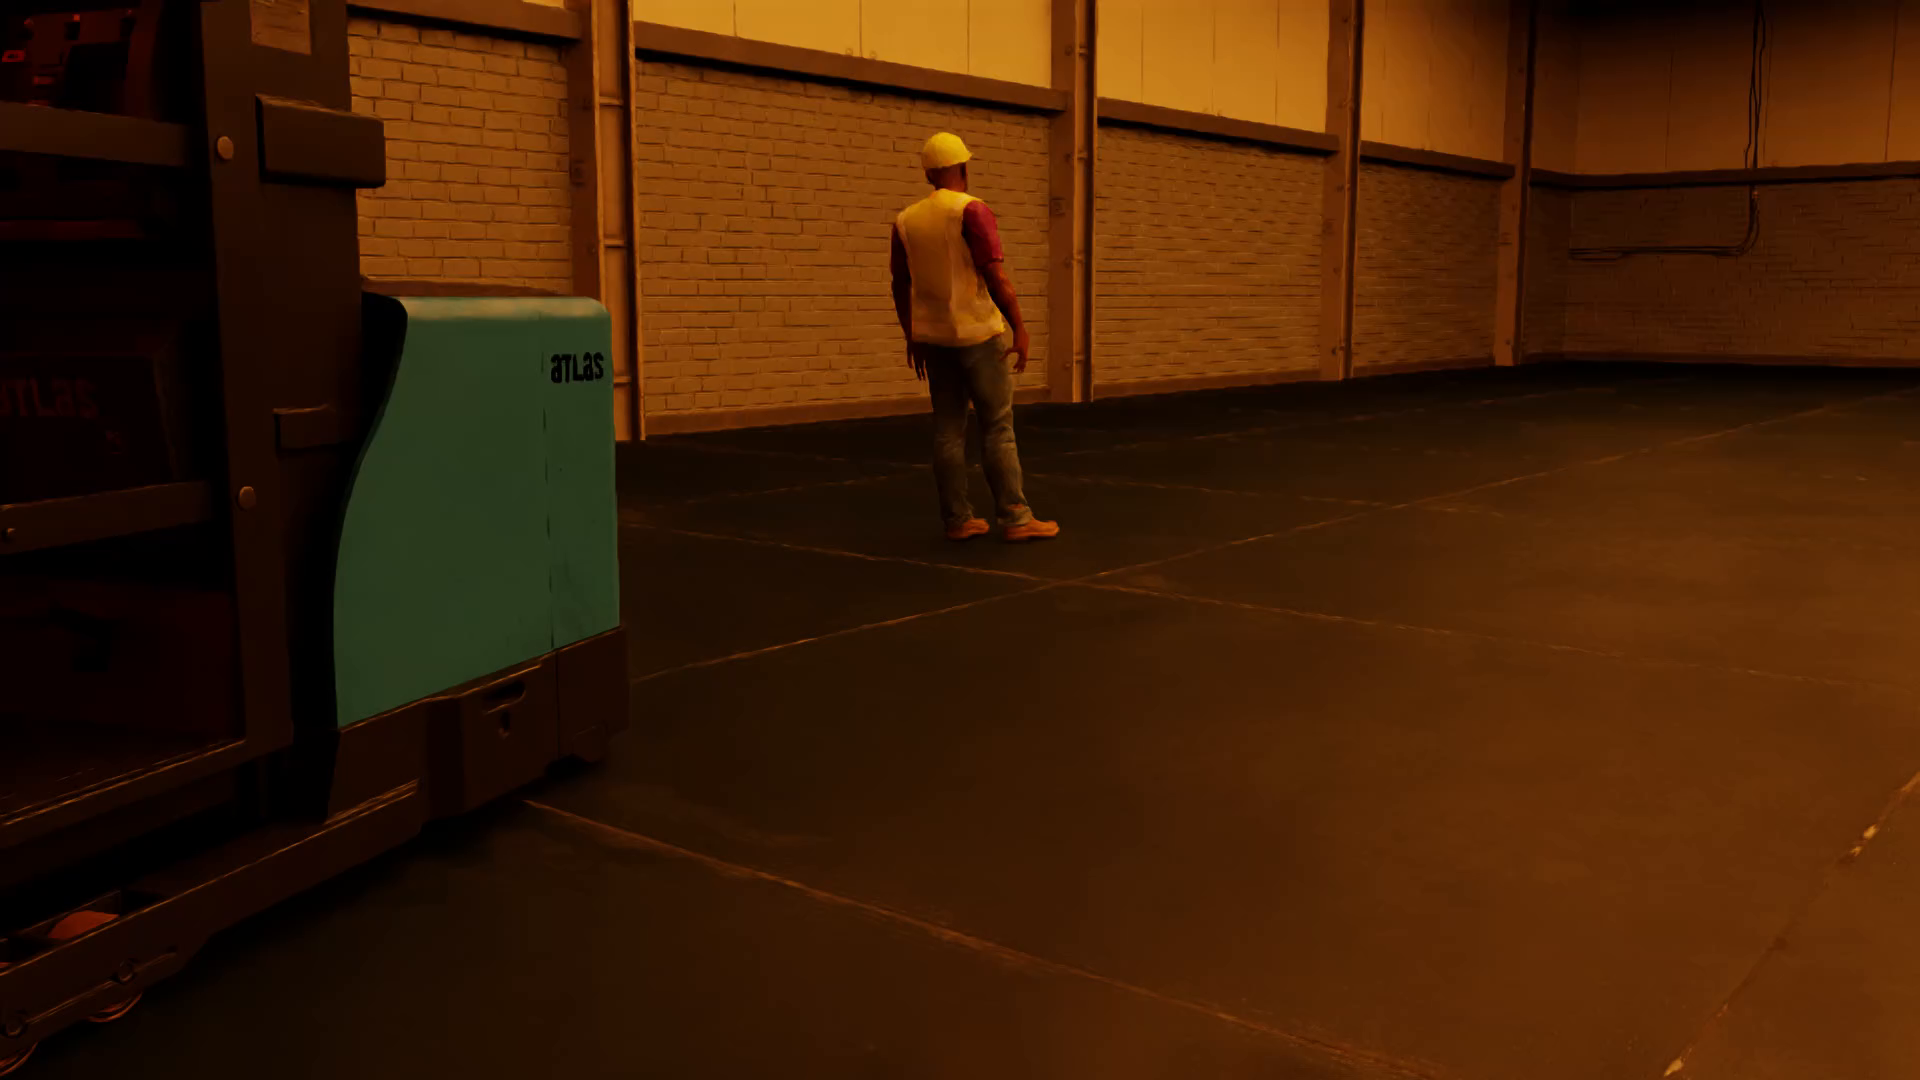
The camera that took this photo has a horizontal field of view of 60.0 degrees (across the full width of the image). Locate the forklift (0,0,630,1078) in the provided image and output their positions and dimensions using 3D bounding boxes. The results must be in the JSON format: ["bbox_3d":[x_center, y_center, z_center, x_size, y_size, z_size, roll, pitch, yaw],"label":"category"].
[{"bbox_3d":[-1.739,-0.768,2.534,1.130,2.935,3.031,3,9,19],"label":"forklift"}]

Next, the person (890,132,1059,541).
[{"bbox_3d":[0.048,-0.888,7.326,0.665,1.766,0.576,7,11,38],"label":"person"}]
